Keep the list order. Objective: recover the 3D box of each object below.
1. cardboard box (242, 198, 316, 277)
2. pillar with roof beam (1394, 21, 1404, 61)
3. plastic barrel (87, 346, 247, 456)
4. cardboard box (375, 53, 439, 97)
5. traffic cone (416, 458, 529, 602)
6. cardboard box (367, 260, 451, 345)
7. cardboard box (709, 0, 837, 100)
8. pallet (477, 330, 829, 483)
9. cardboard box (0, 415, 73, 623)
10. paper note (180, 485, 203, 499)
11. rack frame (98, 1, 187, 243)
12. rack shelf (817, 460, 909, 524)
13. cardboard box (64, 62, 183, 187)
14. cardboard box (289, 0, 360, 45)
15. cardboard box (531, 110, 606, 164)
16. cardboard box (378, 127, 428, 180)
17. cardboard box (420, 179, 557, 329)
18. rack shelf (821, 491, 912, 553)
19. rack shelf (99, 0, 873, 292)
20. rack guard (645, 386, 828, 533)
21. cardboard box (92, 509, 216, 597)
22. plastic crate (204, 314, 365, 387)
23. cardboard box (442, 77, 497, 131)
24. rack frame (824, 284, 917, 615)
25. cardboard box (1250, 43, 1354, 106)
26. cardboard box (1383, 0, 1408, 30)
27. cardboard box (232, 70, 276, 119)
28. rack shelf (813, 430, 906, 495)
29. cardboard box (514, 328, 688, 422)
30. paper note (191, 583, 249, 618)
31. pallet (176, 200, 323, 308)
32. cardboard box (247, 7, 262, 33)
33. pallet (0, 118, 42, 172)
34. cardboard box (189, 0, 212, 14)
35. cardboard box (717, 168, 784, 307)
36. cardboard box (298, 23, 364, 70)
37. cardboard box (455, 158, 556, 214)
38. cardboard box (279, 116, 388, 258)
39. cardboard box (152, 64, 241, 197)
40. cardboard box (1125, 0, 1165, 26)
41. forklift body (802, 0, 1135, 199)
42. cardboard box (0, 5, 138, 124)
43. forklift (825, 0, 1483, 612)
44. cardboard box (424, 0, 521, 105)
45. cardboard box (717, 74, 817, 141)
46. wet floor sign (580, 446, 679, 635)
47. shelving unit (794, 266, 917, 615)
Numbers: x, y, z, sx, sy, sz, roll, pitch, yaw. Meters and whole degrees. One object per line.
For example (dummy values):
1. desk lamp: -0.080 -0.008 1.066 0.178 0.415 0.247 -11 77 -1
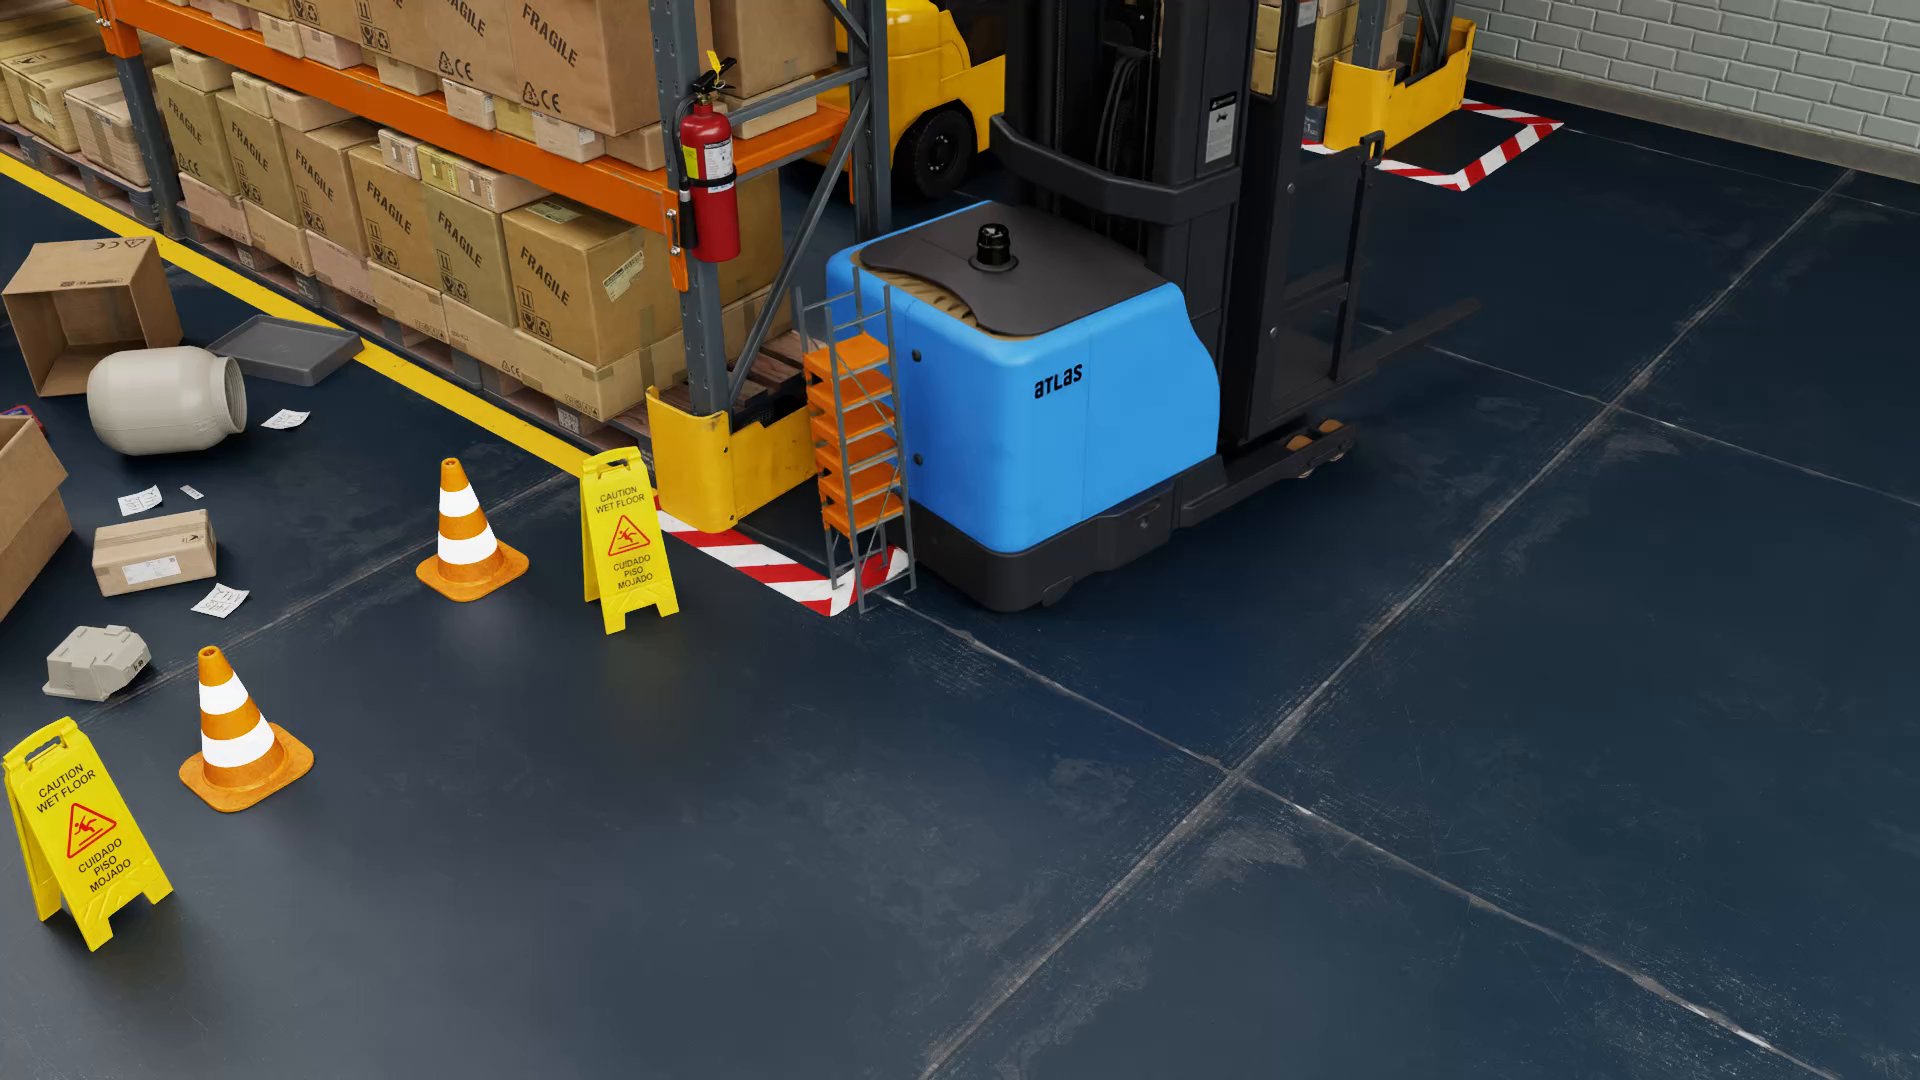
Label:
1. cardboard box: -3.004 -1.504 7.848 0.500 0.250 0.500 28 43 34
2. pillar with roof beam: -0.168 -4.940 5.495 0.400 9.000 9.100 25 42 32
3. plastic barrel: -3.184 -0.562 6.695 0.512 0.421 0.421 -6 35 -8
4. cardboard box: -2.080 -1.907 6.598 0.250 0.149 0.380 25 42 31
5. traffic cone: -1.784 -0.084 5.963 0.334 0.463 0.336 25 42 32
6. cardboard box: -2.220 -1.128 7.301 0.500 0.250 0.500 24 41 30
7. cardboard box: -0.815 -1.991 6.148 0.500 0.500 0.500 25 41 31
8. pallet: -1.288 -0.723 7.116 1.213 0.211 1.003 25 42 32
9. cardboard box: -3.598 -0.041 5.865 0.637 0.503 0.797 0 34 0
10. paper note: -3.010 -0.187 6.514 0.123 0.001 0.032 25 42 32
11. rack frame: -3.702 -2.984 7.945 0.127 3.000 1.000 25 42 32
12. rack shelf: -0.333 -0.180 5.726 0.258 0.103 0.180 -24 40 -27
13. cardboard box: -4.107 -2.263 8.845 0.625 0.372 0.950 26 42 32
14. cardboard box: -2.363 -2.333 6.647 0.500 0.500 0.500 26 42 32
15. cardboard box: -1.318 -1.517 6.032 0.250 0.149 0.380 25 42 31
16. cardboard box: -2.128 -1.620 6.782 0.250 0.149 0.380 27 43 34
17. cardboard box: -1.814 -1.248 6.813 0.500 0.500 0.500 27 43 33
18. rack shelf: -0.326 -0.081 5.794 0.258 0.103 0.180 -24 40 -27
19. rack shelf: -2.165 -1.963 7.094 4.000 0.370 1.077 25 42 32
20. rack guard: -0.687 -0.532 6.583 0.348 0.500 1.175 25 42 32
21. cardboard box: -2.927 0.045 6.054 0.380 0.149 0.250 -12 36 -17
22. plastic crate: -3.020 -0.855 7.424 0.583 0.080 0.402 12 36 16
23. cardboard box: -1.719 -1.699 6.297 0.250 0.149 0.380 26 42 33
24. rack frame: -0.289 -0.274 5.569 0.240 1.200 0.006 -24 40 -27
25. cardboard box: 1.982 -2.768 9.689 0.500 0.250 0.500 26 42 32
26. cardboard box: 2.316 -3.202 9.879 0.500 0.250 0.500 26 42 33
27. cardboard box: -2.968 -2.012 7.353 0.250 0.149 0.380 27 43 33
28. rack shelf: -0.339 -0.278 5.658 0.258 0.103 0.180 -24 40 -27
29. cardboard box: -1.440 -0.759 6.763 0.500 0.250 0.500 25 42 32
30. paper note: -2.628 0.213 5.913 0.142 0.019 0.148 12 36 16
31. pallet: -3.163 -1.606 8.403 1.213 0.211 1.003 25 42 32
32. cardboard box: -2.822 -2.287 7.152 0.250 0.149 0.380 25 42 32
33. pallet: -5.243 -2.557 9.787 1.213 0.211 1.003 25 42 32
34. cardboard box: -3.214 -2.475 7.426 0.250 0.149 0.380 25 42 32
35. cardboard box: -1.090 -1.305 6.895 0.500 0.500 0.500 24 41 30
36. cardboard box: -2.477 -2.080 6.851 0.250 0.149 0.380 25 42 32
37. cardboard box: -1.736 -1.432 6.507 0.250 0.149 0.380 27 43 33
38. cardboard box: -2.605 -1.624 7.361 0.500 0.500 0.500 28 43 34
39. cardboard box: -3.422 -2.001 7.910 0.500 0.500 0.500 27 43 34
40. cardboard box: 1.182 -3.346 10.089 0.500 0.250 0.500 24 41 31
41. forklift body: -0.080 -3.239 9.067 1.214 2.155 2.313 25 42 32
42. cardboard box: -5.197 -2.773 9.588 0.625 0.372 0.950 27 43 33
43. forklift: 0.959 -1.657 6.074 3.031 2.935 1.130 -26 42 -33
44. cardboard box: -1.603 -1.959 6.102 0.500 0.500 0.500 25 42 32
45. cardboard box: -0.757 -1.644 6.217 0.250 0.149 0.380 25 42 32
46. wet floor sign: -1.167 -0.030 5.724 0.267 0.644 0.232 -18 38 -25
47. shelving unit: -0.342 -0.315 5.632 0.258 1.200 0.189 -24 40 -27
